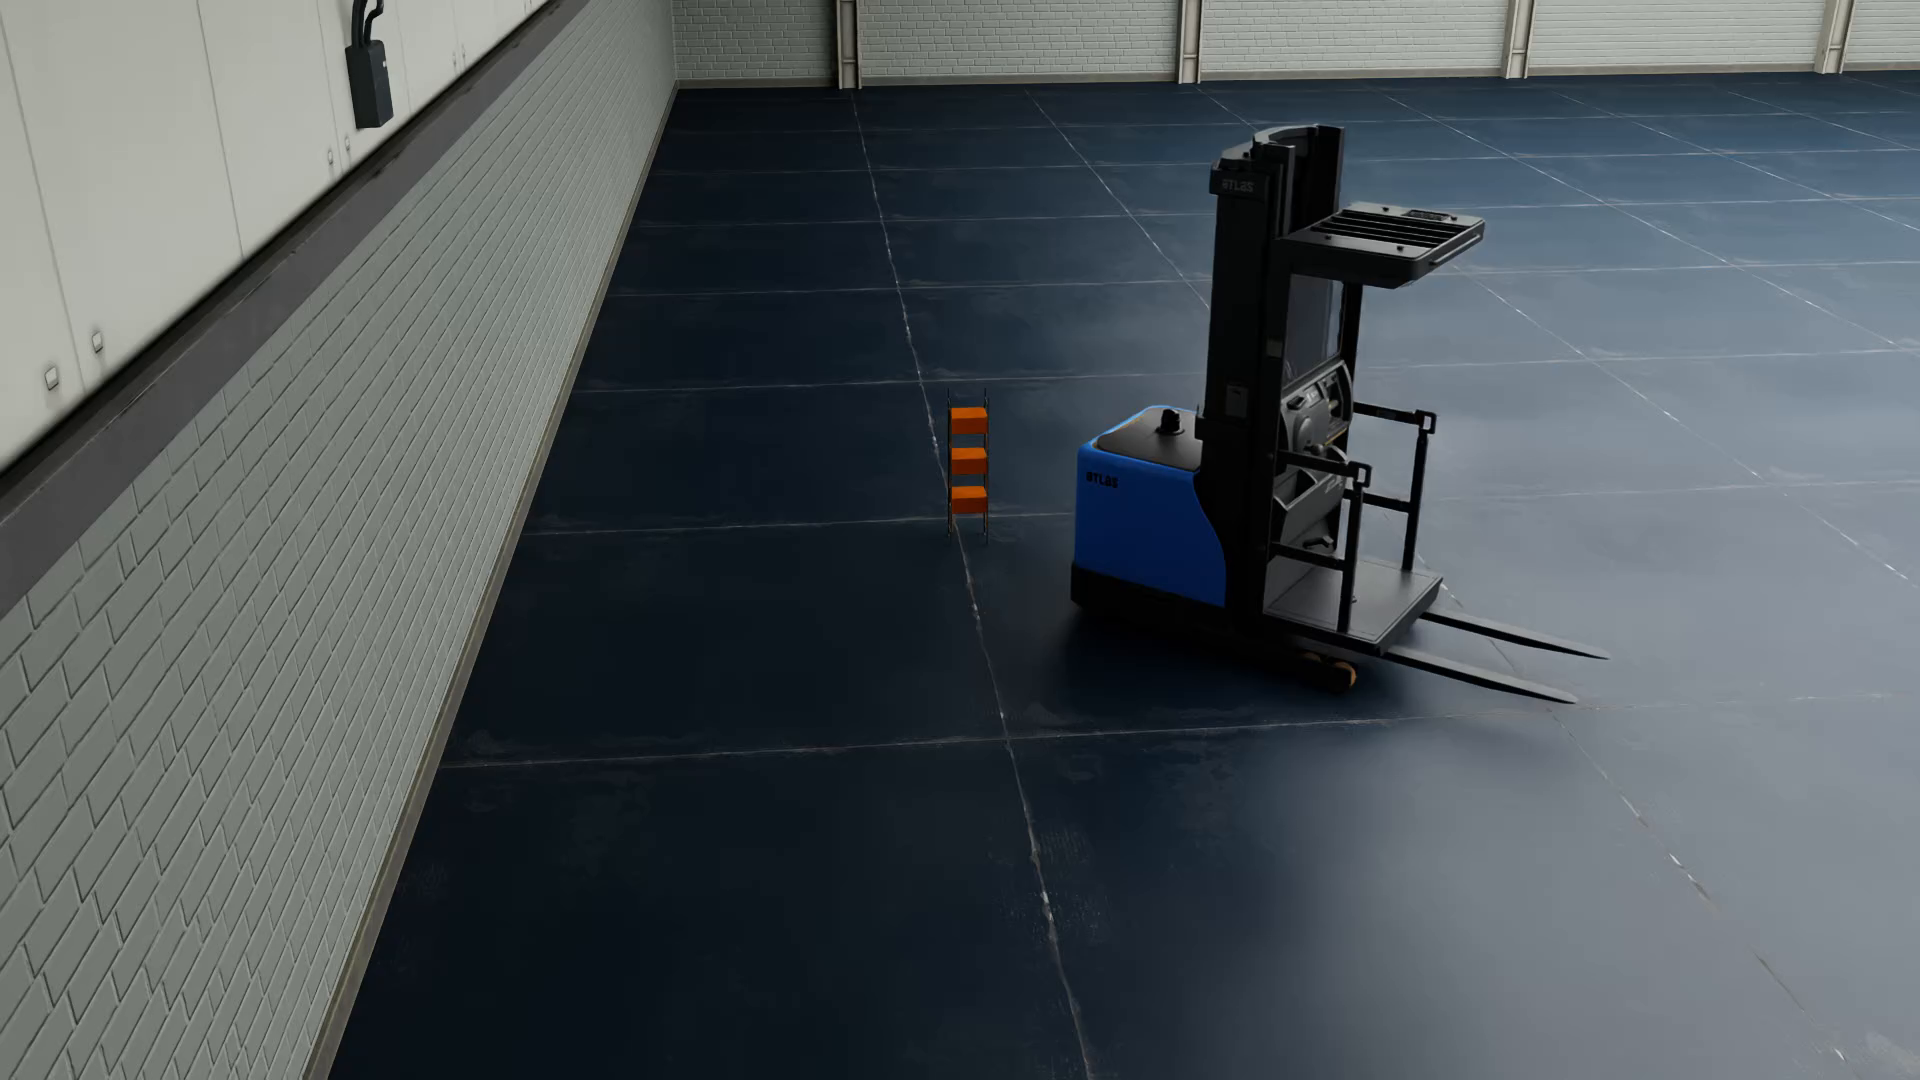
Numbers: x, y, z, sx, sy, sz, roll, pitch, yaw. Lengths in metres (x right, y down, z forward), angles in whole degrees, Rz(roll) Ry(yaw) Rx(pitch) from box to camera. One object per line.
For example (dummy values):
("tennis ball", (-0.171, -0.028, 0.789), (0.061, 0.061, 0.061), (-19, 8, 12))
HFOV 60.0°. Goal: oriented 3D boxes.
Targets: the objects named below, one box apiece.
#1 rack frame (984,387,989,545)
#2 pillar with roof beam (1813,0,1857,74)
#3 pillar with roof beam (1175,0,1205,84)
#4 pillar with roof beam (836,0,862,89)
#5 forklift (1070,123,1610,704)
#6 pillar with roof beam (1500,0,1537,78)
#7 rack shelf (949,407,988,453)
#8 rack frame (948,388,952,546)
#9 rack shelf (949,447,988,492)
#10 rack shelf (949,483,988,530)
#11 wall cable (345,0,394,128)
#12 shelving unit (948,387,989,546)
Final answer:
("rack frame", (0.175, -0.487, 11.053), (0.008, 1.050, 0.200), (-2, 24, -5))
("pillar with roof beam", (16.411, -10.998, 24.915), (0.400, 9.000, 9.100), (-2, 24, -5))
("pillar with roof beam", (4.469, -10.519, 23.837), (0.400, 9.000, 9.100), (-2, 24, -5))
("pillar with roof beam", (-1.502, -10.280, 23.298), (0.400, 9.000, 9.100), (-2, 24, -5))
("forklift", (2.186, -0.733, 9.290), (3.031, 2.935, 1.130), (16, 28, 31))
("pillar with roof beam", (10.440, -10.759, 24.376), (0.400, 9.000, 9.100), (-2, 24, -5))
("rack shelf", (0.053, -0.732, 10.931), (0.240, 0.259, 0.215), (-2, 24, -5))
("rack frame", (-0.068, -0.477, 11.031), (0.008, 1.050, 0.200), (-2, 24, -5))
("rack shelf", (0.053, -0.472, 11.046), (0.240, 0.259, 0.215), (-2, 24, -5))
("rack shelf", (0.053, -0.218, 11.159), (0.240, 0.259, 0.215), (-2, 24, -5))
("wall cable", (-2.808, -5.096, 7.449), (0.169, 6.003, 2.305), (-2, 24, -5))
("shelving unit", (0.053, -0.482, 11.042), (0.252, 1.050, 0.215), (-2, 24, -5))
